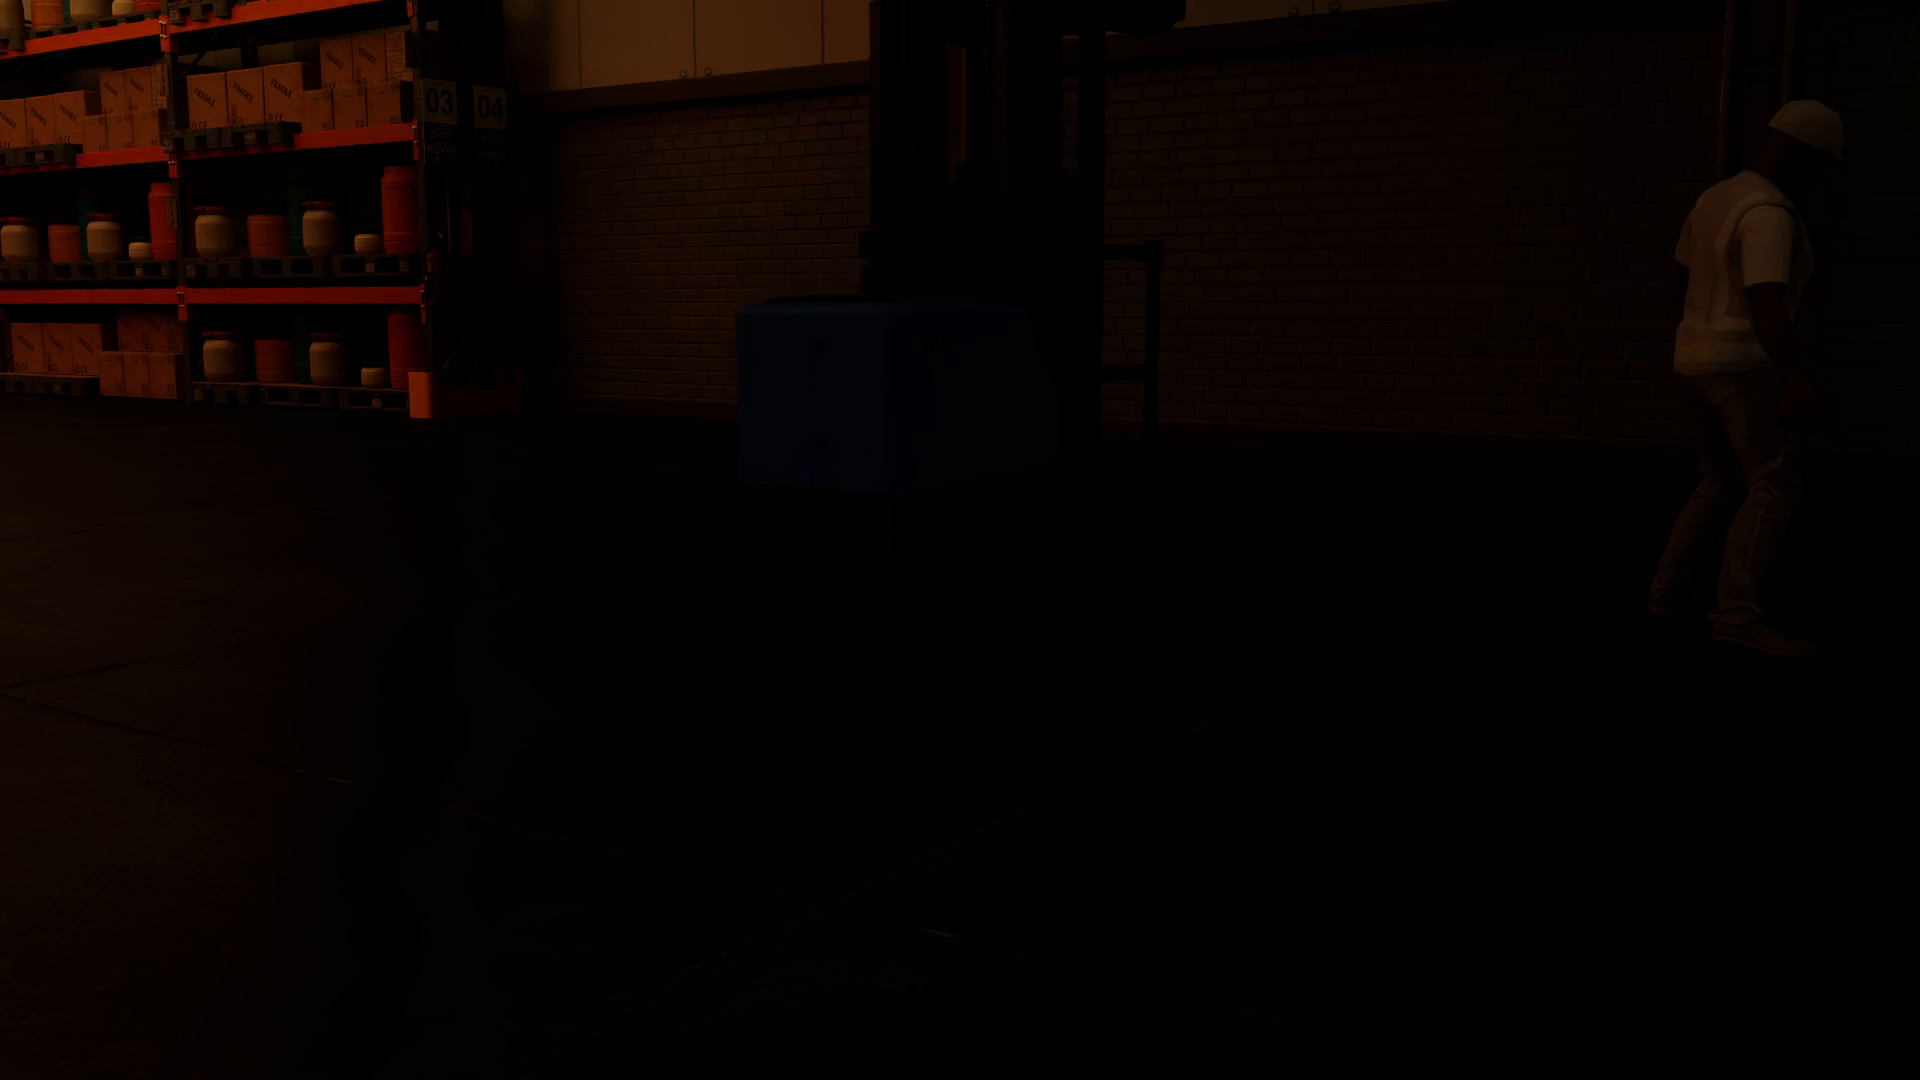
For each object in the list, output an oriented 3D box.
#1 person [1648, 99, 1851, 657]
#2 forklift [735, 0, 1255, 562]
[{"bbox_3d":[2.581,-0.539,5.393,0.439,1.718,0.977,0,8,3],"label":"person"},{"bbox_3d":[0.357,-1.520,7.883,1.130,2.935,3.031,7,11,40],"label":"forklift"}]
